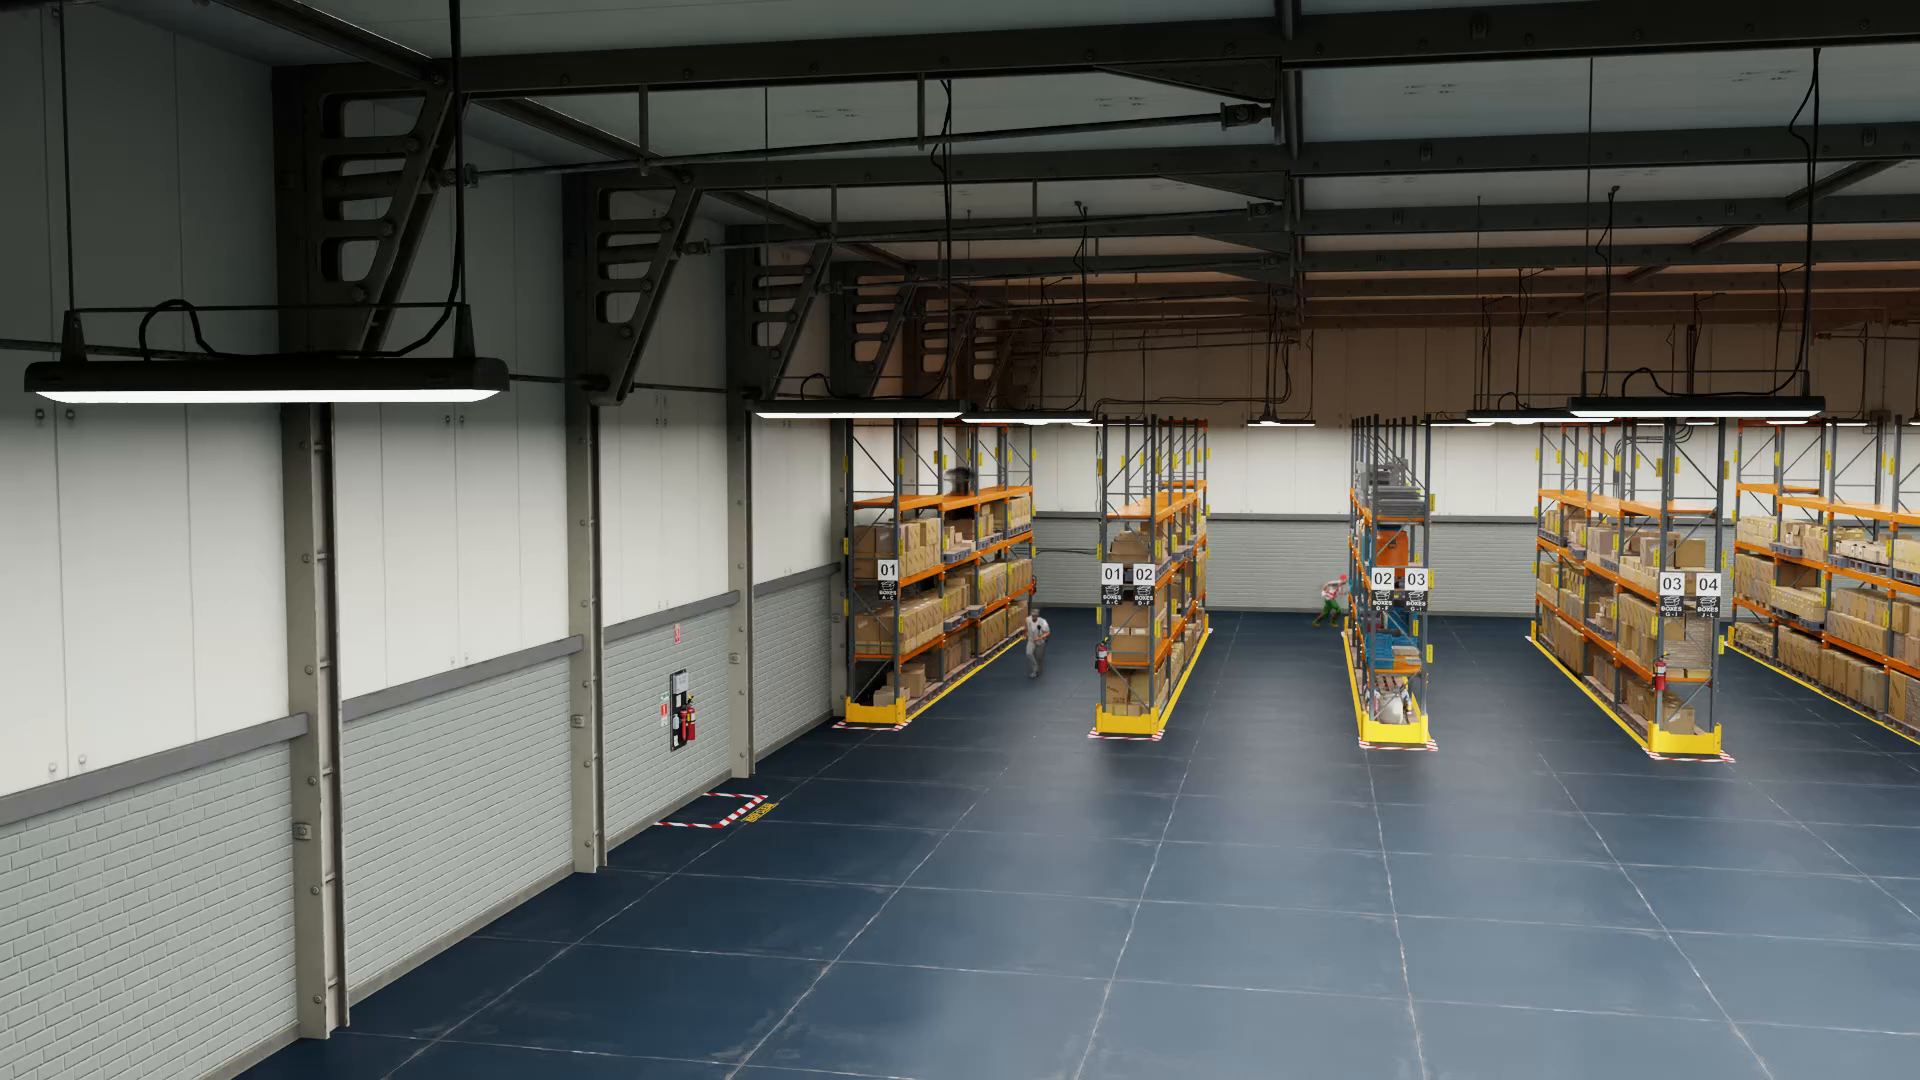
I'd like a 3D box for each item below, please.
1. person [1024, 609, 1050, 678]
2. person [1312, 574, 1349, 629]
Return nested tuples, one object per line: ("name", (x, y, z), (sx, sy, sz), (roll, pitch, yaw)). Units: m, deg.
("person", (1.801, 2.352, 38.542), (0.675, 1.594, 1.093), (1, 4, 15))
("person", (10.697, 1.760, 47.902), (1.064, 1.581, 0.681), (2, 4, 24))
